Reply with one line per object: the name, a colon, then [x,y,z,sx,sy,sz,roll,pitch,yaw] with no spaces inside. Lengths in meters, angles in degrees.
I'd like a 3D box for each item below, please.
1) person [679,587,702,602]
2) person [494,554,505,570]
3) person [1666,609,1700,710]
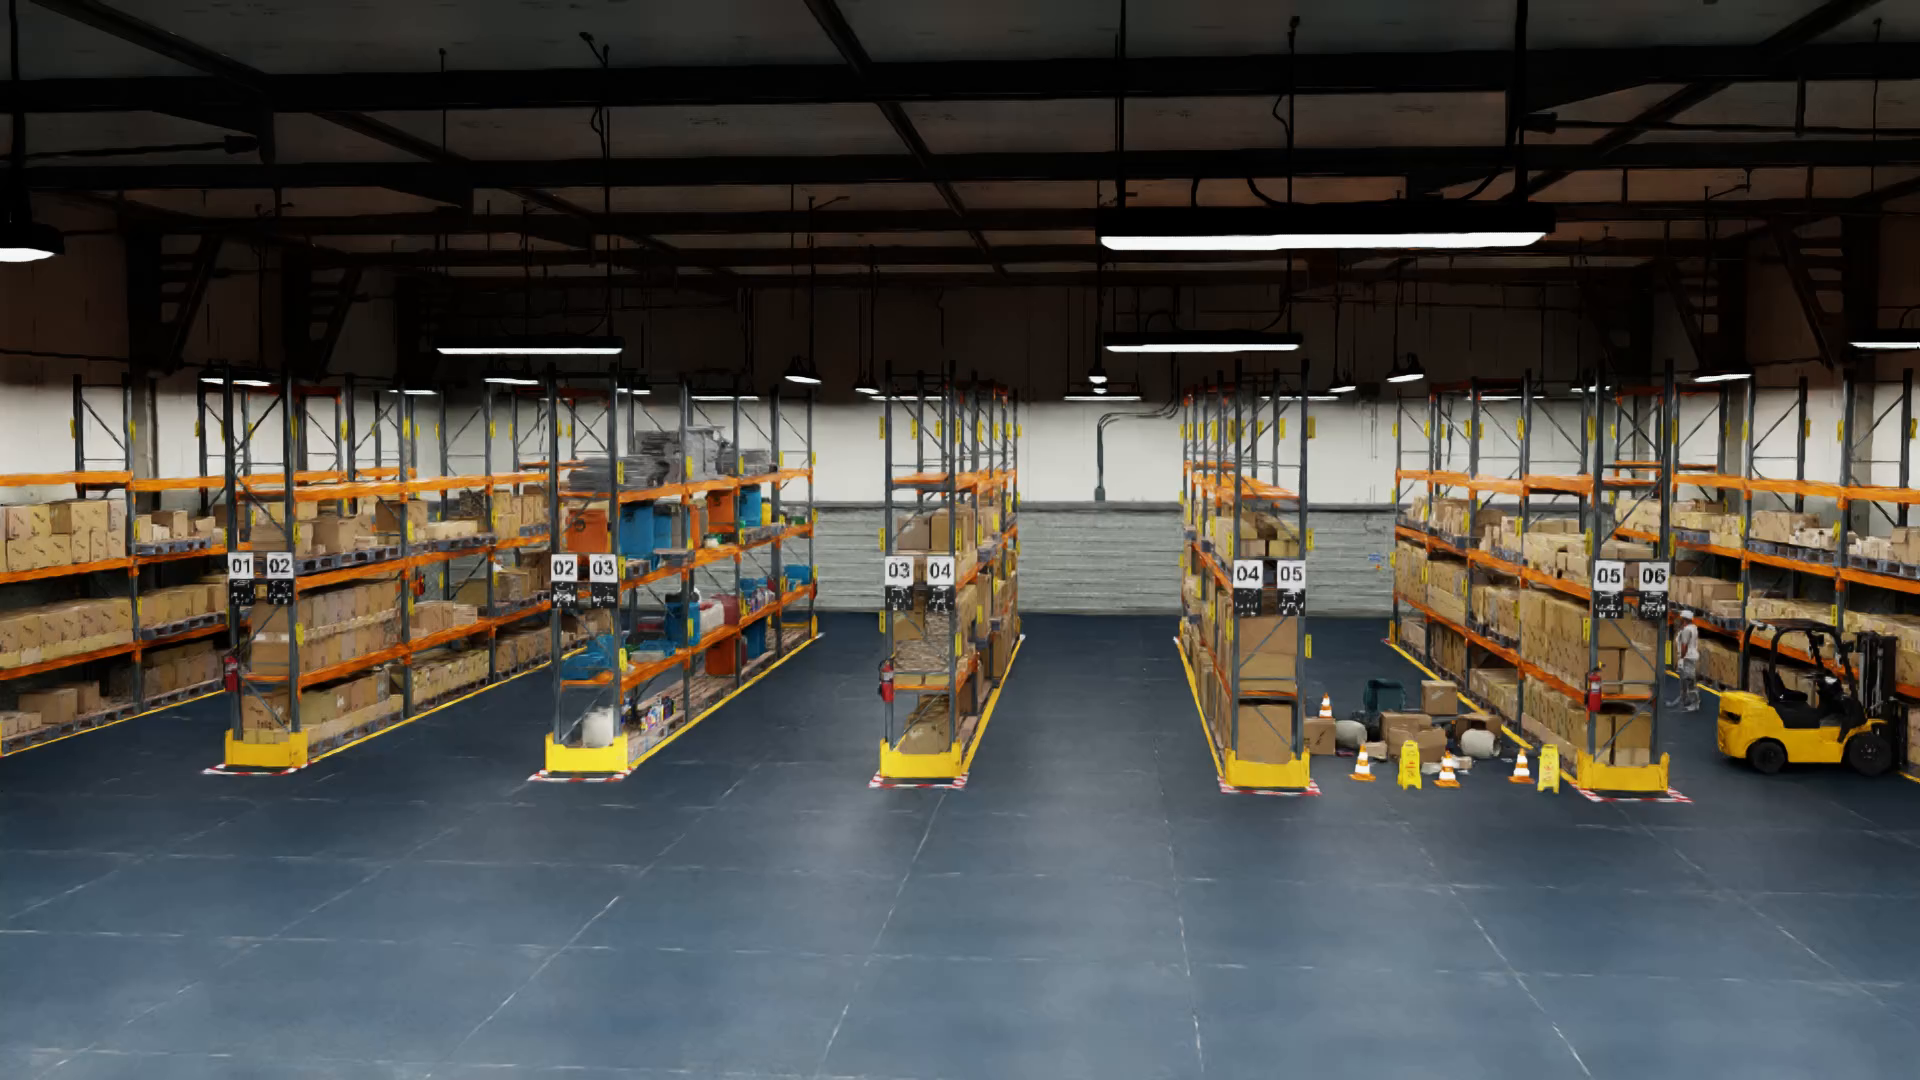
person: [-6.329,1.644,38.801,0.639,1.632,0.506,0,4,3]
person: [-12.601,1.209,44.991,0.481,1.656,0.656,2,5,33]
person: [13.012,2.132,29.867,0.594,1.782,0.678,2,4,30]
